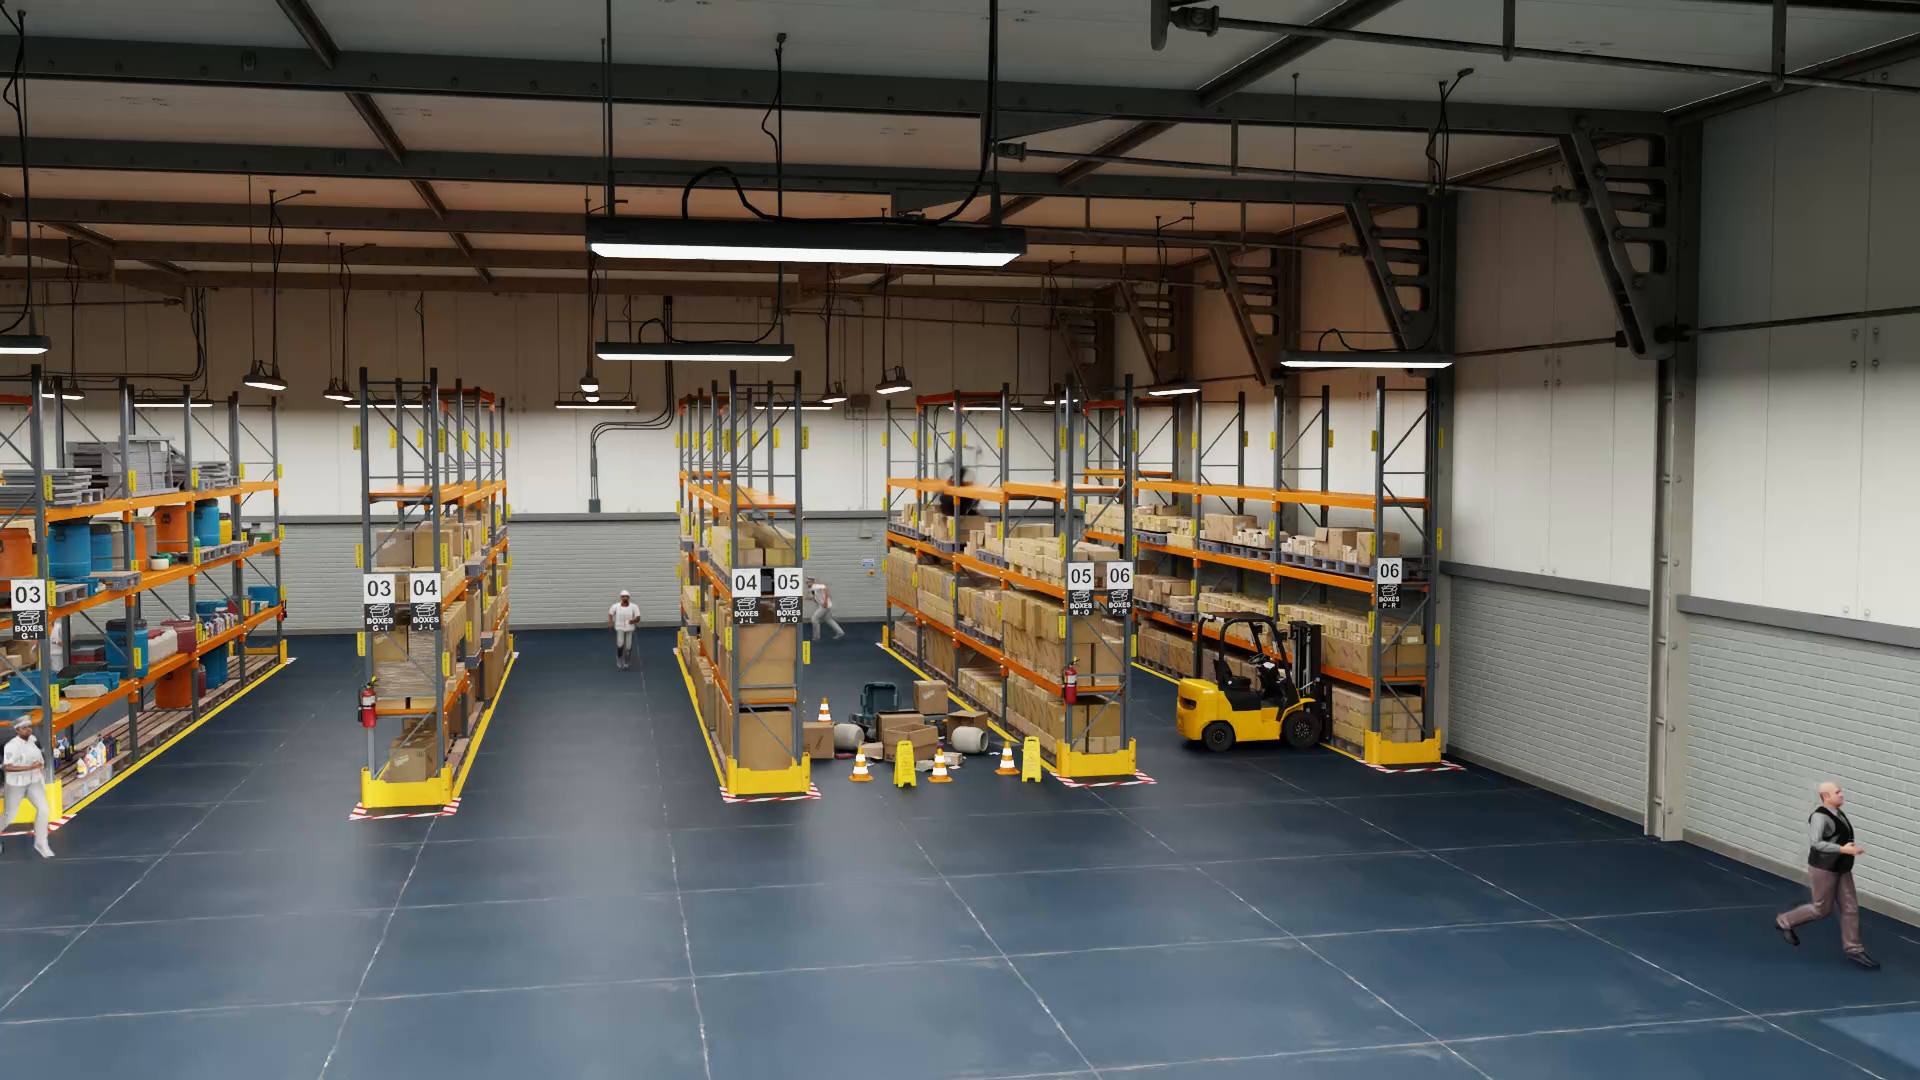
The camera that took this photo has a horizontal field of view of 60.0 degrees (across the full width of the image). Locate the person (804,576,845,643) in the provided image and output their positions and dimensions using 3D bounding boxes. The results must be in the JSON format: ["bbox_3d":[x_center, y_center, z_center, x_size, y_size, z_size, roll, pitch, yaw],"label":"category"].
[{"bbox_3d":[-3.353,1.749,41.340,1.021,1.718,0.705,-1,4,-16],"label":"person"}]

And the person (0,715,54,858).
[{"bbox_3d":[-11.329,2.965,20.060,0.894,1.744,0.589,1,4,23],"label":"person"}]

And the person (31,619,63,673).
[{"bbox_3d":[-17.314,2.228,31.632,0.643,1.828,0.748,-2,4,-25],"label":"person"}]

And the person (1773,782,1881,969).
[{"bbox_3d":[8.343,3.176,15.971,0.662,1.720,0.954,-3,4,-39],"label":"person"}]

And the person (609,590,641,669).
[{"bbox_3d":[-7.304,1.960,36.247,0.685,1.720,0.633,-1,3,-13],"label":"person"}]
